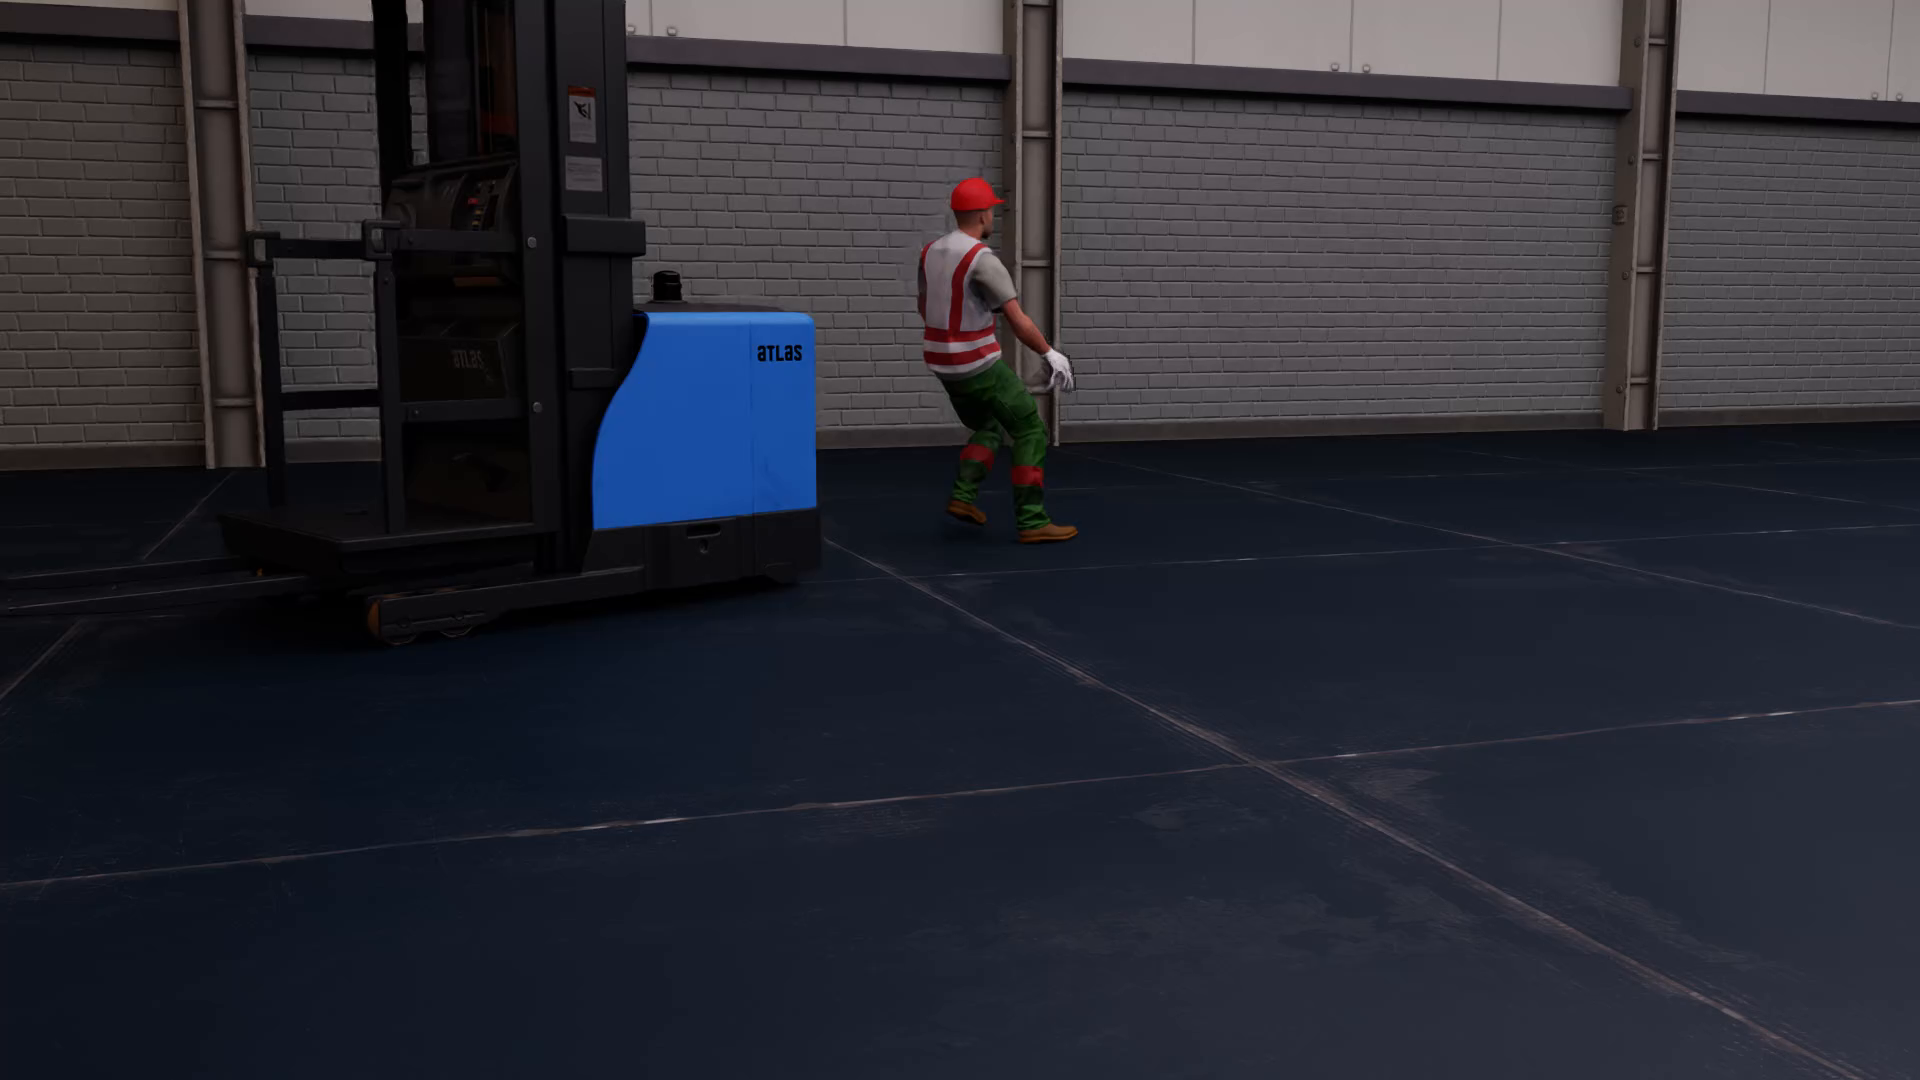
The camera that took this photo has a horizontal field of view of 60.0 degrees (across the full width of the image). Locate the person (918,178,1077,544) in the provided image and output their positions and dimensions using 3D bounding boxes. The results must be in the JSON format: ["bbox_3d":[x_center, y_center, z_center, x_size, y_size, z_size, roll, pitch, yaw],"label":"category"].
[{"bbox_3d":[0.146,-0.851,7.905,0.546,1.700,0.816,-5,9,-35],"label":"person"}]

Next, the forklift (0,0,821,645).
[{"bbox_3d":[-1.974,-1.188,5.782,3.031,2.935,1.130,-7,11,-43],"label":"forklift"}]
